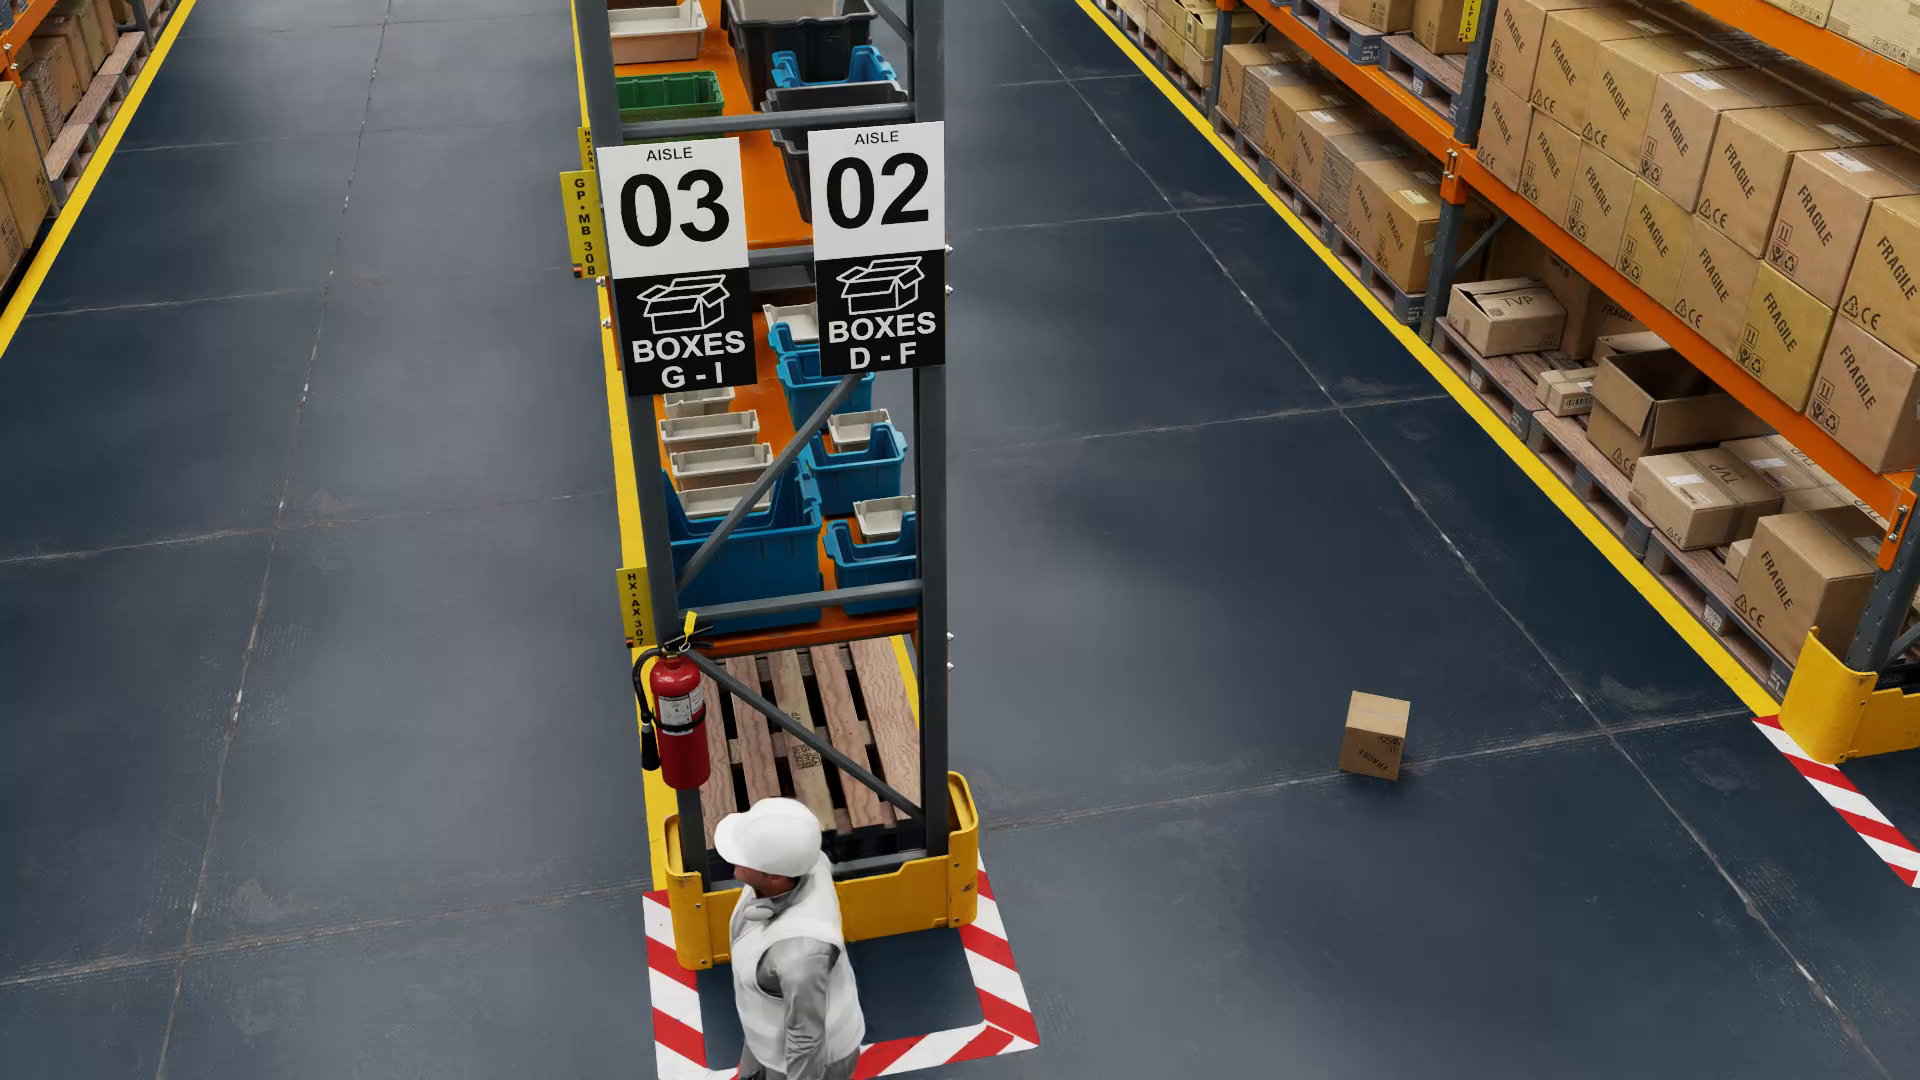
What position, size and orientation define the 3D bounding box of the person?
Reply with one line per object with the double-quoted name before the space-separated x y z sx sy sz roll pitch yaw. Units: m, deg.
"person" -0.431 1.430 4.976 0.509 1.761 0.595 -6 34 -8
